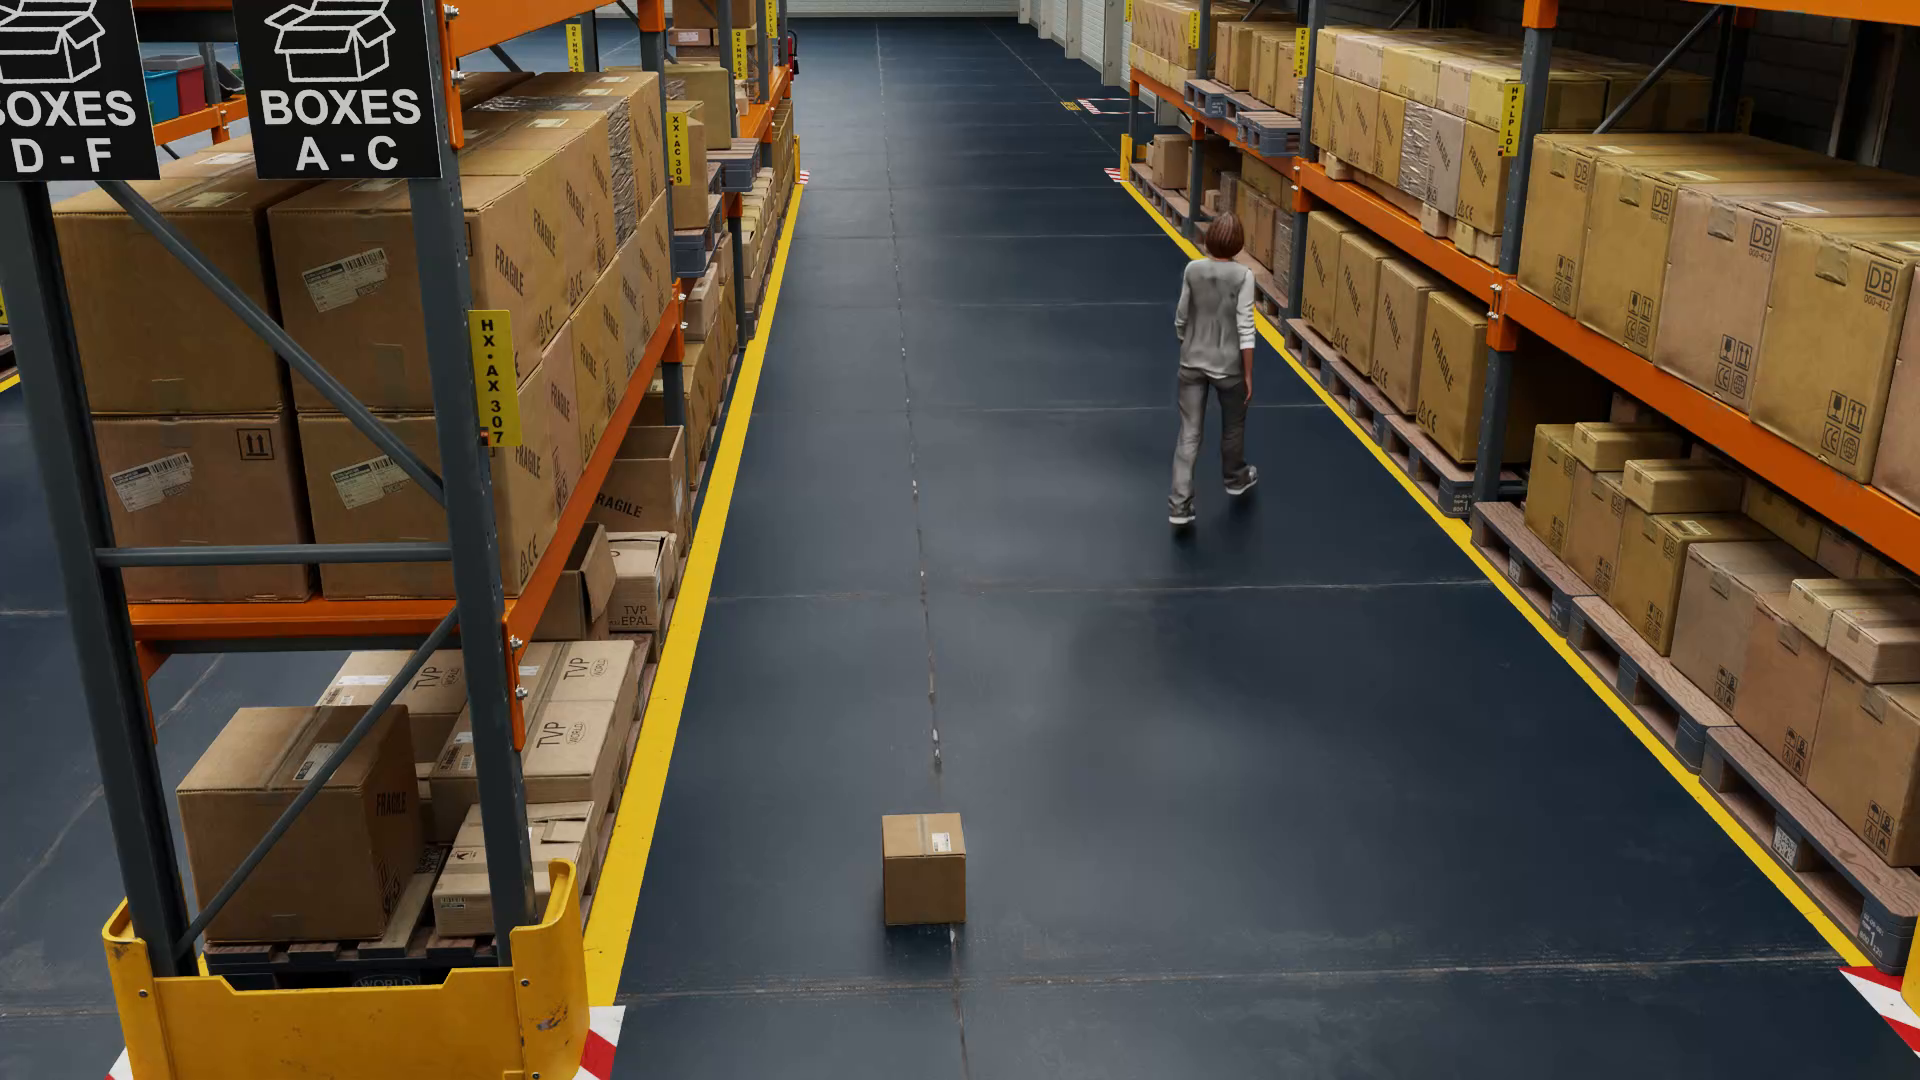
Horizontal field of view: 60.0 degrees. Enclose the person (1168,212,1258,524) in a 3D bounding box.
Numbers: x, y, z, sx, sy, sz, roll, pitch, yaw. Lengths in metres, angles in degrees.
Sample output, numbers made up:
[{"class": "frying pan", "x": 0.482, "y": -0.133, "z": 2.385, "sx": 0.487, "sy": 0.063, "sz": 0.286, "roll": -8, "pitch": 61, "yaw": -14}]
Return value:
[{"class": "person", "x": 1.301, "y": -0.902, "z": 8.450, "sx": 0.453, "sy": 1.539, "sz": 0.938, "roll": 8, "pitch": 22, "yaw": 21}]
